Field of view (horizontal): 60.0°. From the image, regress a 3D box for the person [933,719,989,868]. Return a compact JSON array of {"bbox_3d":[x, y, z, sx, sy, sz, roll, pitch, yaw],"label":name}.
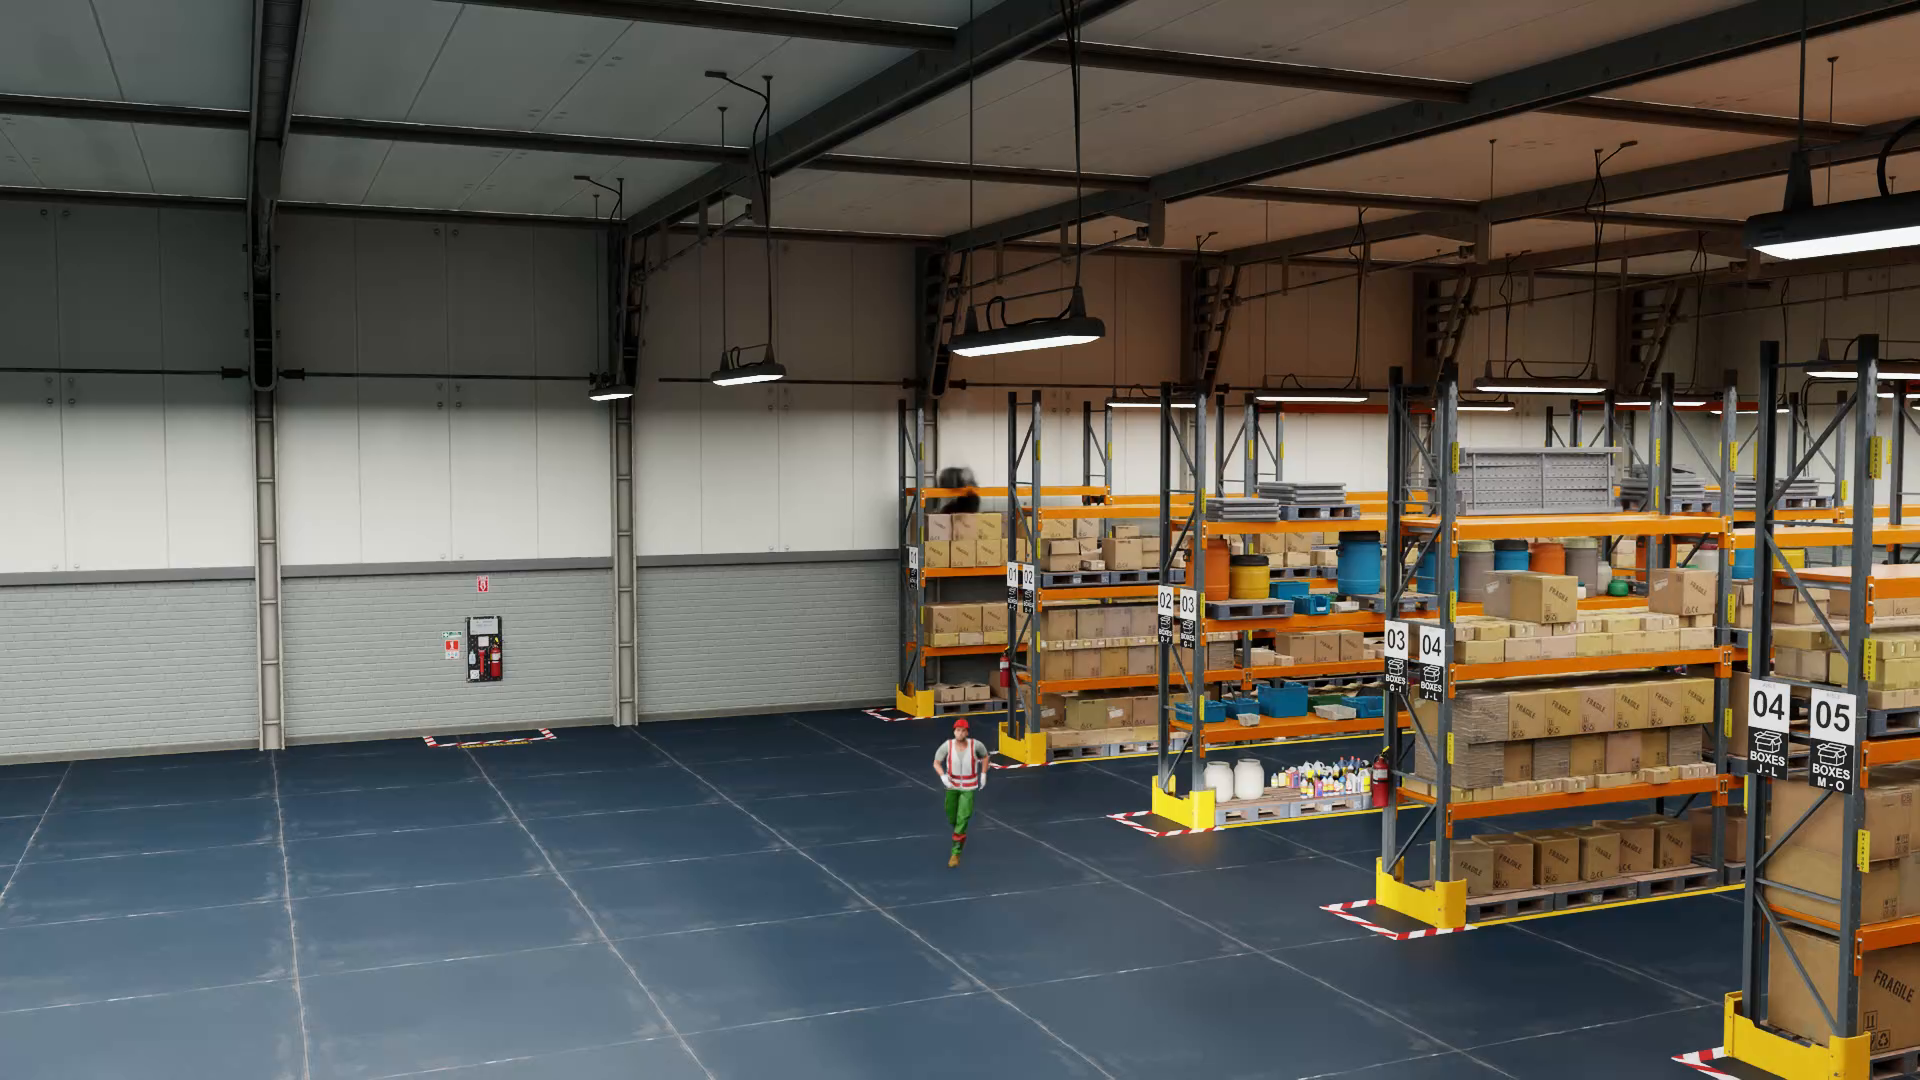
[{"bbox_3d":[0.012,3.076,20.589,0.684,1.772,0.976,0,3,4],"label":"person"}]
